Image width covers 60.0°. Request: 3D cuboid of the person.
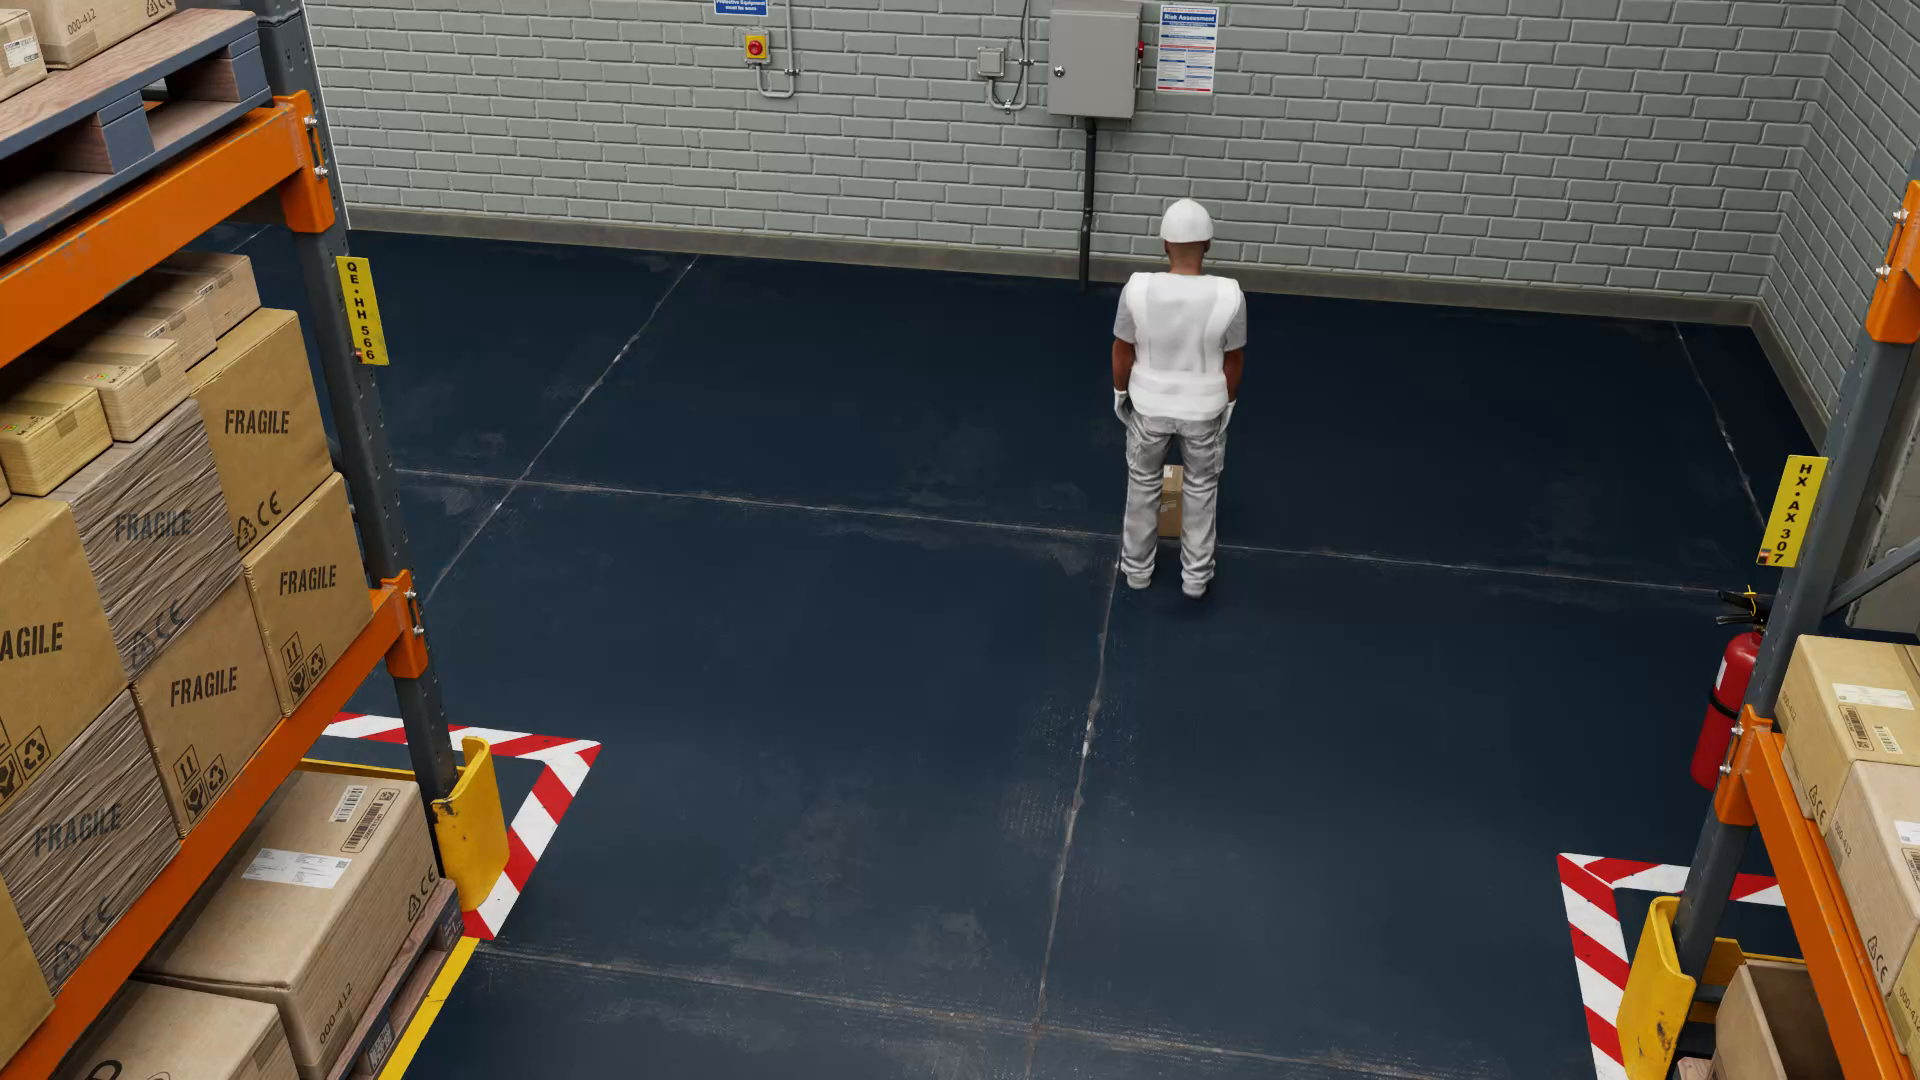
[{"bbox_3d":[0.909,-0.580,7.050,0.548,1.779,0.360,6,33,9],"label":"person"}]
